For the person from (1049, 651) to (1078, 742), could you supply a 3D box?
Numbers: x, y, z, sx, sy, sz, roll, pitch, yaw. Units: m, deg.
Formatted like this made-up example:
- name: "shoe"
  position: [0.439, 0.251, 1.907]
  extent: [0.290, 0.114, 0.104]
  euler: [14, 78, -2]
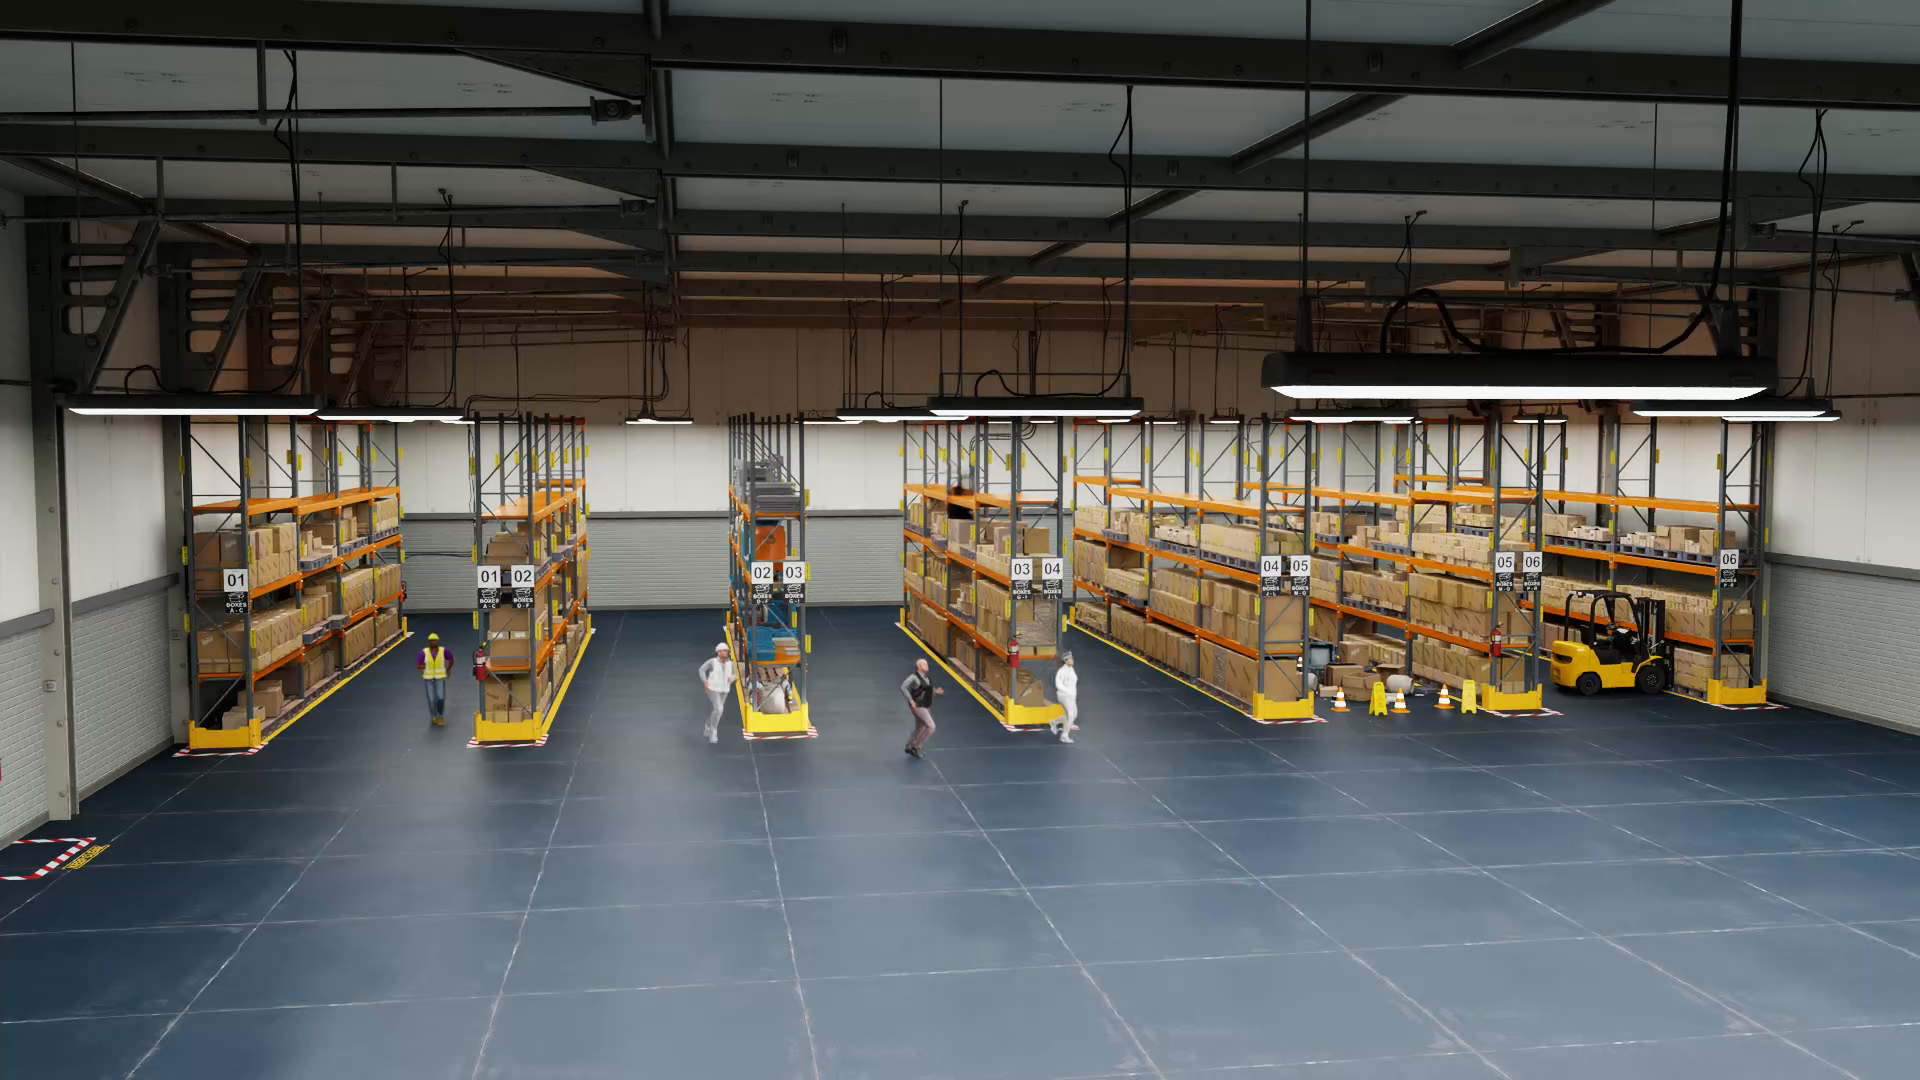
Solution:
- name: "person"
  position: [1.905, 2.849, 30.380]
  extent: [0.600, 1.664, 0.667]
  euler: [2, 4, 28]

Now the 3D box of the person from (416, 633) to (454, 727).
- name: "person"
  position: [-10.050, 2.684, 31.824]
  extent: [0.677, 1.795, 0.683]
  euler: [-1, 4, -14]

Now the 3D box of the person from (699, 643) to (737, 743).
- name: "person"
  position: [-4.422, 2.788, 30.499]
  extent: [0.647, 1.808, 0.698]
  euler: [-4, 5, -42]

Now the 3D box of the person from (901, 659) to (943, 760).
- name: "person"
  position: [-0.636, 2.923, 28.772]
  extent: [0.704, 1.735, 0.631]
  euler: [2, 4, 26]
